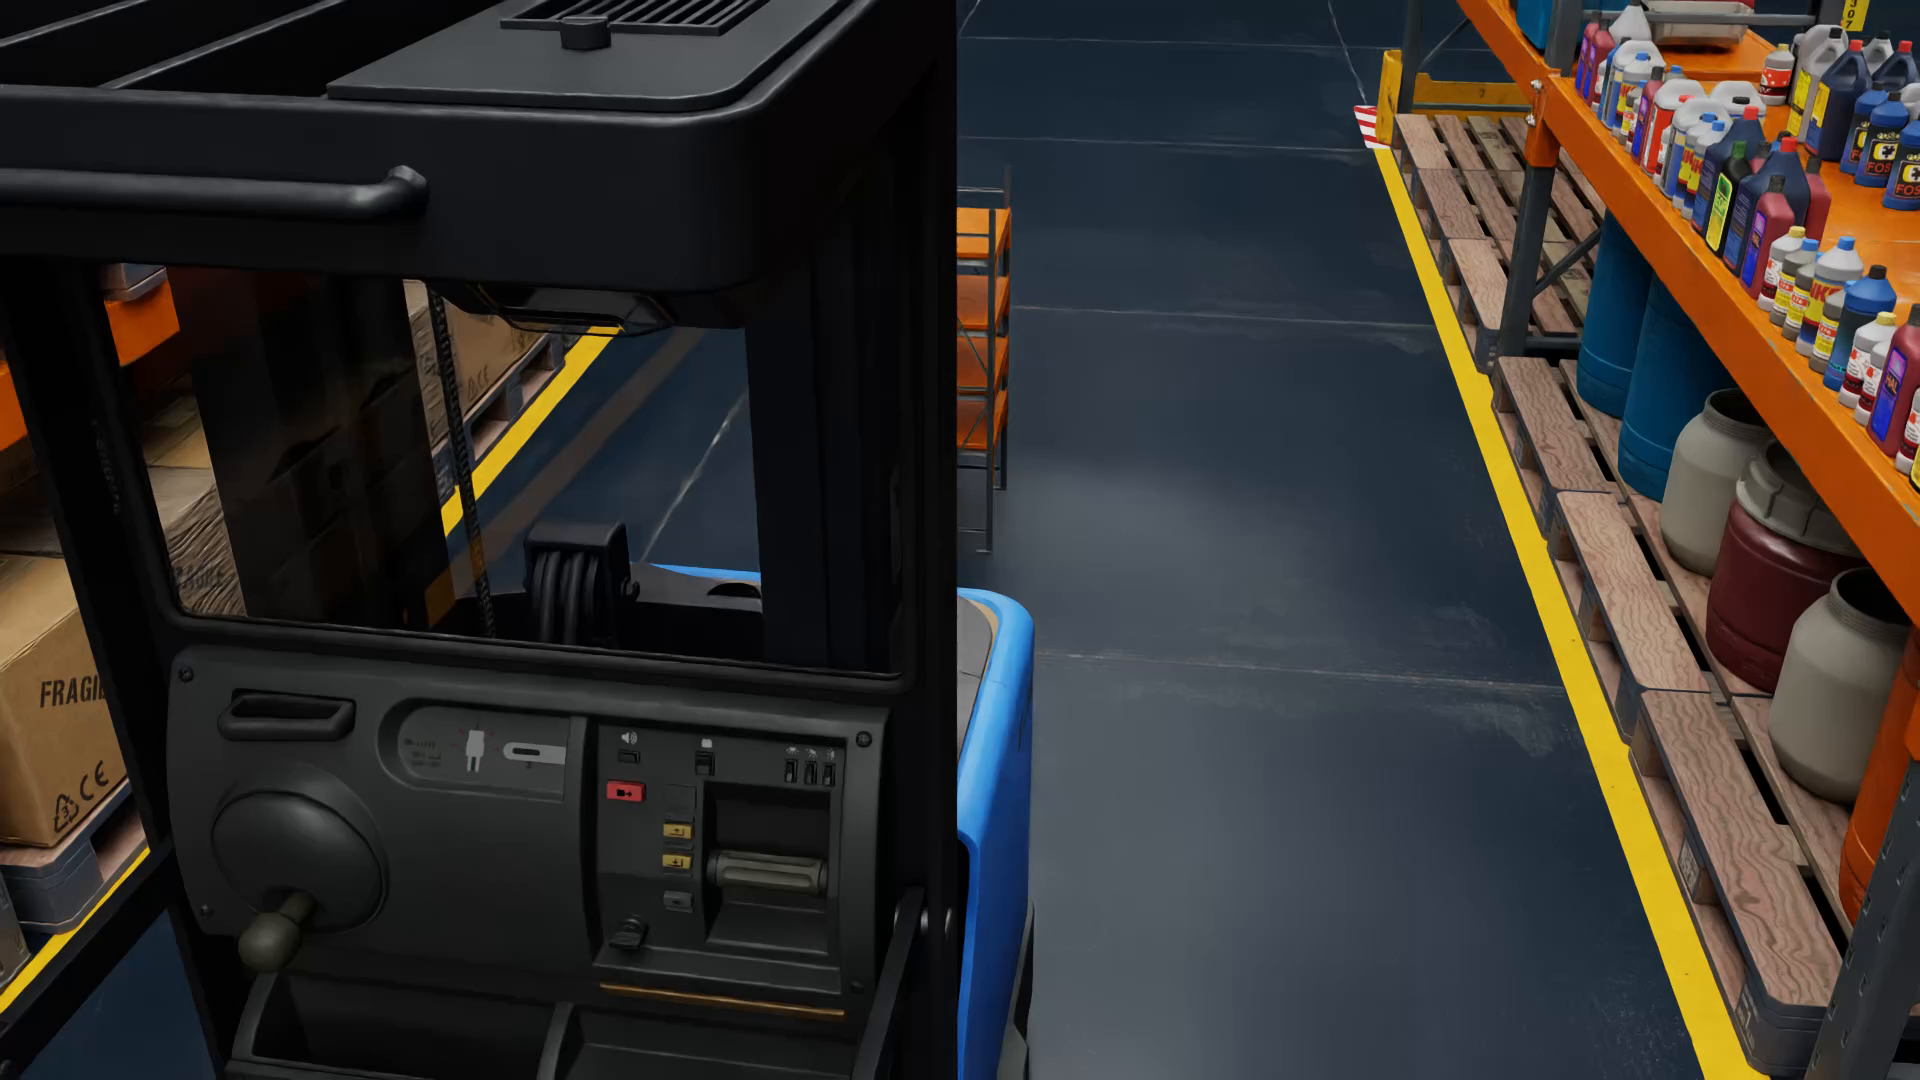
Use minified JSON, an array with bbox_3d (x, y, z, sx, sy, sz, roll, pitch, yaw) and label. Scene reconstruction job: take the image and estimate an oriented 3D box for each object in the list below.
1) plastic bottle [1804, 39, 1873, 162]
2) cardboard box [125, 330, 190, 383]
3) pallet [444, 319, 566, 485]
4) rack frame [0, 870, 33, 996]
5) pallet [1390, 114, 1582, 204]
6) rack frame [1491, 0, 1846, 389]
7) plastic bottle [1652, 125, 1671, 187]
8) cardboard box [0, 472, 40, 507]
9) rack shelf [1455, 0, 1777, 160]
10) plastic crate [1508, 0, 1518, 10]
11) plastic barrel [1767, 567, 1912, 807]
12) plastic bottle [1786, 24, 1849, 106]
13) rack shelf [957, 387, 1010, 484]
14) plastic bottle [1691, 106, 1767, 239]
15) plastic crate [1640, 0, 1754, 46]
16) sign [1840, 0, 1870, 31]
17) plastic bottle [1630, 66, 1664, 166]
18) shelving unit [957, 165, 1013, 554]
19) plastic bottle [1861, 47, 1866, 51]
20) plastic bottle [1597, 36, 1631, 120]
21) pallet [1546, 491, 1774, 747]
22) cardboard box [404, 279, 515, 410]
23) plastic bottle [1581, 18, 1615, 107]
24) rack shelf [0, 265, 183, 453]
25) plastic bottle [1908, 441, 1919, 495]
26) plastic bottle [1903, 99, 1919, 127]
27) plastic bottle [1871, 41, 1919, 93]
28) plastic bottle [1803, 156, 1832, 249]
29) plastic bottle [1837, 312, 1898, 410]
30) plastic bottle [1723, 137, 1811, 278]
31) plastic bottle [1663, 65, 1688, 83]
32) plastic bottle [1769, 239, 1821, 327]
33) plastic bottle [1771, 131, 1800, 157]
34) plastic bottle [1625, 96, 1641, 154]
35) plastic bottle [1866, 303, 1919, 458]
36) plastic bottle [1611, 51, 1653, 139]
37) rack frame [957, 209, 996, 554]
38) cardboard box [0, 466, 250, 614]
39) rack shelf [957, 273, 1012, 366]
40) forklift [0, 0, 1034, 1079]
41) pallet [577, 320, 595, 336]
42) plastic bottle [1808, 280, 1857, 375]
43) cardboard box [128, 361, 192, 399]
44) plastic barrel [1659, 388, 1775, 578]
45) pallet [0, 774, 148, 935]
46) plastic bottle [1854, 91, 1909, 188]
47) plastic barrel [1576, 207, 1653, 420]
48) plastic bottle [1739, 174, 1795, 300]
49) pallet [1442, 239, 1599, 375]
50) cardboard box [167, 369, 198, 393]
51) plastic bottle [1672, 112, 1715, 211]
[{"bbox_3d":[2.764,-1.375,5.192,0.144,0.351,0.185,3,28,6],"label":"plastic bottle"},{"bbox_3d":[-2.682,-0.720,5.304,0.500,0.250,0.500,3,28,5],"label":"cardboard box"},{"bbox_3d":[-2.260,-0.604,6.649,1.003,0.211,1.213,3,28,6],"label":"pallet"},{"bbox_3d":[-2.688,-0.334,3.207,1.000,3.000,0.127,3,28,6],"label":"rack frame"},{"bbox_3d":[3.068,-2.196,9.604,1.003,0.211,1.213,3,28,6],"label":"pallet"},{"bbox_3d":[2.718,-1.927,6.165,1.000,3.000,0.127,3,28,6],"label":"rack frame"},{"bbox_3d":[2.128,-1.155,4.941,0.097,0.201,0.097,0,28,0],"label":"plastic bottle"},{"bbox_3d":[-2.806,0.119,4.538,0.500,0.500,0.500,4,29,8],"label":"cardboard box"},{"bbox_3d":[2.963,-2.552,8.083,1.077,0.370,4.000,3,28,6],"label":"rack shelf"},{"bbox_3d":[2.588,-2.375,7.223,0.437,0.125,0.590,3,28,6],"label":"plastic crate"},{"bbox_3d":[2.251,0.364,4.092,0.421,0.512,0.421,0,28,0],"label":"plastic barrel"},{"bbox_3d":[2.990,-1.668,5.815,0.152,0.276,0.135,3,28,6],"label":"plastic bottle"},{"bbox_3d":[0.020,-0.372,5.736,0.258,0.148,0.480,3,28,6],"label":"rack shelf"},{"bbox_3d":[2.094,-0.998,4.492,0.144,0.351,0.185,3,28,6],"label":"plastic bottle"},{"bbox_3d":[2.917,-2.048,6.604,0.396,0.136,0.243,3,28,6],"label":"plastic crate"},{"bbox_3d":[3.263,-2.016,6.038,0.100,0.325,0.005,3,28,6],"label":"sign"},{"bbox_3d":[2.141,-1.310,5.142,0.061,0.283,0.133,3,28,6],"label":"plastic bottle"},{"bbox_3d":[0.020,-0.606,5.610,0.258,1.200,0.503,3,28,6],"label":"shelving unit"},{"bbox_3d":[2.945,-1.496,5.496,0.152,0.276,0.135,3,28,6],"label":"plastic bottle"},{"bbox_3d":[2.225,-1.559,5.616,0.097,0.271,0.097,0,28,0],"label":"plastic bottle"},{"bbox_3d":[2.435,0.237,5.087,1.003,0.211,1.213,3,28,6],"label":"pallet"},{"bbox_3d":[-2.043,-0.829,6.298,0.500,0.500,0.500,3,29,6],"label":"cardboard box"},{"bbox_3d":[2.233,-1.665,5.801,0.061,0.283,0.133,3,28,6],"label":"plastic bottle"},{"bbox_3d":[-2.443,-0.959,5.125,1.077,0.370,4.000,3,28,6],"label":"rack shelf"},{"bbox_3d":[1.854,-0.208,3.097,0.061,0.283,0.133,3,28,6],"label":"plastic bottle"},{"bbox_3d":[2.867,-1.196,4.937,0.152,0.276,0.135,3,28,6],"label":"plastic bottle"},{"bbox_3d":[2.907,-1.367,5.176,0.144,0.351,0.185,3,28,6],"label":"plastic bottle"},{"bbox_3d":[2.159,-0.825,4.241,0.061,0.283,0.133,3,28,6],"label":"plastic bottle"},{"bbox_3d":[1.926,-0.380,3.502,0.097,0.201,0.097,0,28,0],"label":"plastic bottle"},{"bbox_3d":[2.055,-0.848,4.214,0.144,0.351,0.185,3,28,6],"label":"plastic bottle"},{"bbox_3d":[2.364,-1.473,5.531,0.097,0.201,0.097,0,28,0],"label":"plastic bottle"},{"bbox_3d":[1.986,-0.609,3.927,0.097,0.201,0.097,0,28,0],"label":"plastic bottle"},{"bbox_3d":[2.219,-0.977,4.536,0.097,0.271,0.097,0,28,0],"label":"plastic bottle"},{"bbox_3d":[2.173,-1.327,5.260,0.097,0.201,0.097,0,28,0],"label":"plastic bottle"},{"bbox_3d":[1.882,-0.317,3.298,0.061,0.283,0.133,3,28,6],"label":"plastic bottle"},{"bbox_3d":[2.197,-1.450,5.414,0.097,0.271,0.097,0,28,0],"label":"plastic bottle"},{"bbox_3d":[-0.010,-0.491,5.397,0.240,1.200,0.015,3,28,6],"label":"rack frame"},{"bbox_3d":[-2.290,0.128,4.521,0.500,0.500,0.500,2,28,4],"label":"cardboard box"},{"bbox_3d":[0.020,-0.744,5.536,0.258,0.148,0.480,3,28,6],"label":"rack shelf"},{"bbox_3d":[-0.586,0.409,1.901,1.130,2.935,3.031,4,29,8],"label":"forklift"},{"bbox_3d":[-2.113,-1.312,7.963,1.003,0.211,1.213,3,28,6],"label":"pallet"},{"bbox_3d":[1.950,-0.471,3.672,0.097,0.201,0.097,0,28,0],"label":"plastic bottle"},{"bbox_3d":[-2.685,-0.372,5.450,0.500,0.500,0.500,2,28,4],"label":"cardboard box"},{"bbox_3d":[2.389,-0.168,5.079,0.421,0.512,0.421,0,28,0],"label":"plastic barrel"},{"bbox_3d":[-2.559,0.544,4.517,1.003,0.211,1.213,3,28,6],"label":"pallet"},{"bbox_3d":[2.741,-1.192,4.936,0.097,0.271,0.097,0,28,0],"label":"plastic bottle"},{"bbox_3d":[2.634,-0.933,6.089,0.600,0.901,0.708,3,28,6],"label":"plastic barrel"},{"bbox_3d":[1.994,-0.746,4.095,0.061,0.283,0.133,3,28,6],"label":"plastic bottle"},{"bbox_3d":[2.769,-1.048,7.473,1.003,0.211,1.213,3,28,6],"label":"pallet"},{"bbox_3d":[-2.165,-0.353,5.415,0.500,0.500,0.500,2,28,4],"label":"cardboard box"},{"bbox_3d":[2.100,-1.077,4.722,0.097,0.271,0.097,0,28,0],"label":"plastic bottle"}]
